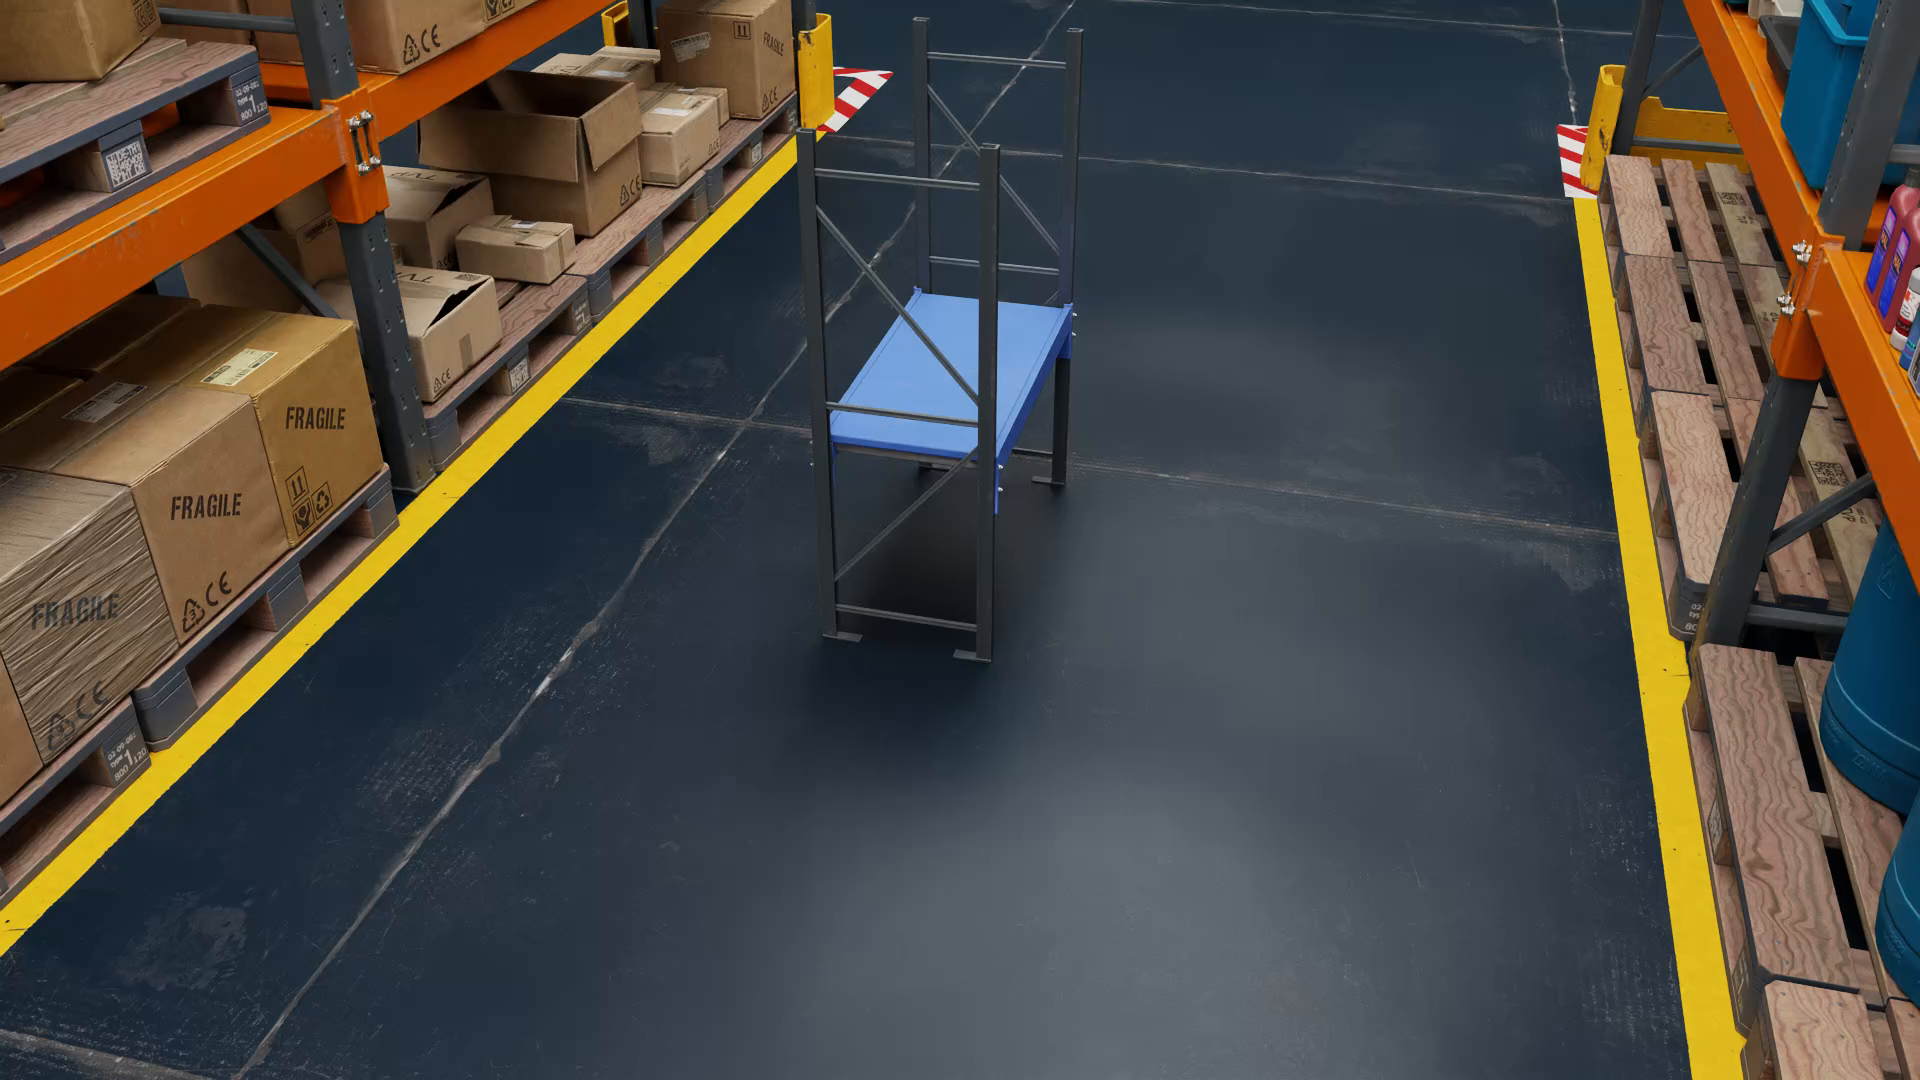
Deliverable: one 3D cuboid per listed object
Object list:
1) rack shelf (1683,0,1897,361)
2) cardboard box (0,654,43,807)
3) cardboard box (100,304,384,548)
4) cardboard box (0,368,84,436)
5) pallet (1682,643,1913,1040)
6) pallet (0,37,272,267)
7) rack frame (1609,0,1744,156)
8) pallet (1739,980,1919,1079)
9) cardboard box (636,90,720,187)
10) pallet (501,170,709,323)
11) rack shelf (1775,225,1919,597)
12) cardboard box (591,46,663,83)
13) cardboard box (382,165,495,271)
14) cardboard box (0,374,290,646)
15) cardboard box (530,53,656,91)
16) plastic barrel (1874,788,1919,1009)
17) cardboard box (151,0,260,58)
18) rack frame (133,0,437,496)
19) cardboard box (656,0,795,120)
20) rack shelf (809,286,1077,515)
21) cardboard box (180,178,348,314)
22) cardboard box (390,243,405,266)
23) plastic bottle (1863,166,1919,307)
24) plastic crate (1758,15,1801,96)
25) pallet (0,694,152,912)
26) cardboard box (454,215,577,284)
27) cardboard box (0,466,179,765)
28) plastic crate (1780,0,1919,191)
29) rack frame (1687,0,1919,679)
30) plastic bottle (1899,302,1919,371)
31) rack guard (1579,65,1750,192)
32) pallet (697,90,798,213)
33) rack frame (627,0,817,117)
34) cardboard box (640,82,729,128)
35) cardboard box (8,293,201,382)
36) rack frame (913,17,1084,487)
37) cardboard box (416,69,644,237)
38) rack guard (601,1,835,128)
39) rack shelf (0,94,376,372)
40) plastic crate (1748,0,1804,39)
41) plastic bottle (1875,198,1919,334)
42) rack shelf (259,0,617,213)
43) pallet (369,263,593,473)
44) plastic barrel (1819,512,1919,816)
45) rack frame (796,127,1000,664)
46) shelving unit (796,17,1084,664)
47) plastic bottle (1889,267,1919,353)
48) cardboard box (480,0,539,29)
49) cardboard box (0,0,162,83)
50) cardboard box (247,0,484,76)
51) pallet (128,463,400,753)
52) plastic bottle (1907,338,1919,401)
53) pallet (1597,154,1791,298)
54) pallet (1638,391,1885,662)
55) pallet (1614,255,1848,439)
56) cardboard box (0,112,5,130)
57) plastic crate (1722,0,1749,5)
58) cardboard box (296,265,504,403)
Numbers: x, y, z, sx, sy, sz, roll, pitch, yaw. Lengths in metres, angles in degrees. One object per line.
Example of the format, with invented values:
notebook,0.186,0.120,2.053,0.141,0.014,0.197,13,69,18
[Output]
rack shelf,3.044,-1.569,5.592,1.077,0.370,4.000,8,33,12
cardboard box,-2.490,0.433,3.692,0.500,0.500,0.500,7,33,11
cardboard box,-2.102,-0.346,4.919,0.500,0.500,0.500,8,33,12
cardboard box,-2.737,-0.145,4.603,0.500,0.500,0.500,8,33,13
pallet,2.301,0.737,3.894,1.003,0.211,1.213,8,33,12
pallet,-2.562,-1.030,4.253,1.003,0.211,1.213,8,33,12
rack frame,3.552,-2.910,7.032,1.000,3.000,0.127,8,33,12
pallet,1.993,1.372,2.895,1.003,0.211,1.213,8,33,12
cardboard box,-1.408,-1.807,7.450,0.500,0.250,0.500,8,33,12
pallet,-1.771,-1.325,7.138,1.003,0.211,1.213,8,33,12
rack shelf,2.029,0.507,2.327,1.077,0.370,4.000,8,33,12
cardboard box,-1.677,-2.398,8.474,0.380,0.149,0.250,8,33,12
cardboard box,-2.193,-1.285,6.572,0.500,0.311,0.500,8,33,12
cardboard box,-2.235,-0.091,4.517,0.500,0.500,0.500,8,33,13
cardboard box,-1.778,-2.109,7.924,0.500,0.250,0.500,8,33,12
plastic barrel,2.203,0.521,3.198,0.600,0.901,0.708,8,33,12
cardboard box,-2.375,-1.847,5.267,0.500,0.500,0.500,9,33,13
rack frame,-2.254,-1.511,4.830,1.000,3.000,0.127,8,33,12
cardboard box,-1.138,-2.401,8.152,0.500,0.500,0.500,8,33,12
rack shelf,-0.022,-0.437,4.875,0.538,0.185,1.000,8,33,12
cardboard box,-2.383,-0.976,5.909,0.500,0.500,0.500,8,33,12
cardboard box,-2.346,-1.030,6.322,0.380,0.149,0.250,8,33,12
plastic bottle,2.031,-0.653,3.590,0.061,0.283,0.133,8,33,12
plastic crate,2.561,-1.361,4.795,0.437,0.125,0.590,8,33,12
pallet,-2.731,0.728,3.907,1.003,0.211,1.213,8,33,12
cardboard box,-1.728,-1.139,6.477,0.380,0.166,0.250,8,33,12
cardboard box,-2.363,0.169,4.108,0.500,0.500,0.500,8,33,13
plastic crate,2.325,-1.142,4.209,0.392,0.384,0.575,8,33,12
rack frame,2.537,-0.834,3.767,1.000,3.000,0.127,8,33,12
plastic bottle,1.961,-0.466,3.307,0.097,0.271,0.097,0,32,0
rack guard,3.545,-1.869,7.725,1.175,0.500,0.348,8,33,12
pallet,-1.459,-1.956,8.131,1.003,0.211,1.213,8,33,12
rack frame,-1.238,-3.586,8.096,1.000,3.000,0.127,8,33,12
cardboard box,-1.328,-2.063,7.930,0.380,0.166,0.250,8,33,12
cardboard box,-2.612,-0.424,5.040,0.500,0.500,0.500,7,33,10
rack frame,0.107,-0.852,5.193,0.500,1.500,0.032,8,33,12
cardboard box,-1.782,-1.618,6.917,0.797,0.503,0.637,8,33,12
rack guard,-1.258,-2.492,8.704,1.175,0.500,0.348,8,33,12
rack shelf,-2.761,-0.169,3.391,1.077,0.370,4.000,8,33,12
plastic crate,2.688,-1.693,5.307,0.293,0.136,0.466,8,33,12
plastic bottle,1.997,-0.584,3.481,0.061,0.283,0.133,8,33,12
rack shelf,-1.746,-2.245,6.656,1.077,0.370,4.000,8,33,12
pallet,-2.078,-0.690,6.139,1.003,0.211,1.213,8,33,12
plastic barrel,2.382,0.154,3.776,0.600,0.901,0.708,8,33,12
rack frame,-0.151,-0.325,4.363,0.500,1.500,0.032,8,33,12
shelving unit,-0.022,-0.589,4.778,0.538,1.500,1.048,8,33,12
plastic bottle,1.986,-0.487,3.405,0.097,0.201,0.097,0,32,0
cardboard box,-1.734,-2.046,5.580,0.500,0.500,0.500,9,33,13
cardboard box,-2.590,-1.515,4.352,0.700,0.500,0.500,-3,33,-4
cardboard box,-1.861,-1.780,5.161,0.500,0.500,0.500,9,34,14
pallet,-2.423,0.093,4.906,1.003,0.211,1.213,8,33,12
plastic bottle,1.958,-0.404,3.205,0.152,0.276,0.135,8,33,12
pallet,3.305,-1.311,7.115,1.003,0.211,1.213,8,33,12
pallet,2.686,-0.044,5.123,1.003,0.211,1.213,8,33,12
pallet,2.993,-0.680,6.122,1.003,0.211,1.213,8,33,12
cardboard box,-2.703,-1.149,3.777,0.700,0.500,0.500,13,35,20
plastic crate,2.760,-1.942,5.610,0.416,0.233,0.300,8,33,12
cardboard box,-1.938,-0.750,5.730,0.500,0.311,0.500,8,33,12
